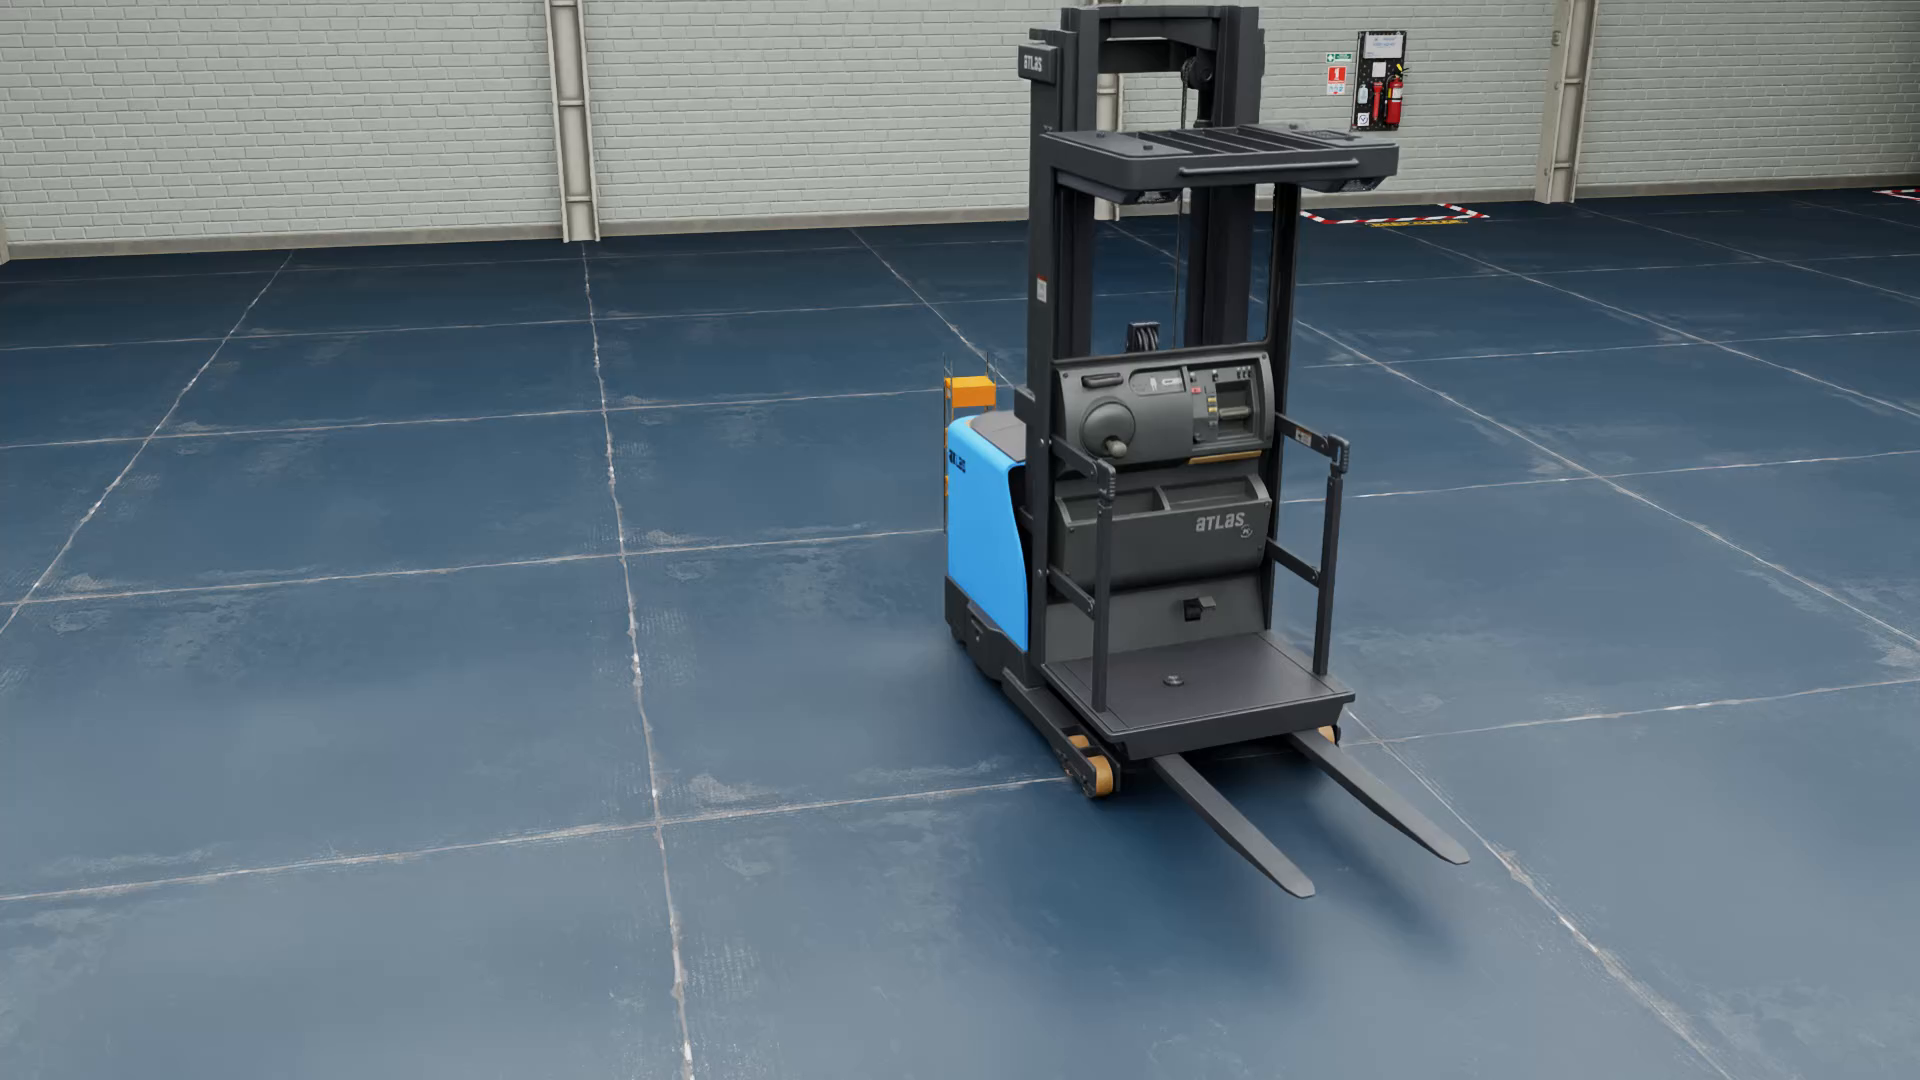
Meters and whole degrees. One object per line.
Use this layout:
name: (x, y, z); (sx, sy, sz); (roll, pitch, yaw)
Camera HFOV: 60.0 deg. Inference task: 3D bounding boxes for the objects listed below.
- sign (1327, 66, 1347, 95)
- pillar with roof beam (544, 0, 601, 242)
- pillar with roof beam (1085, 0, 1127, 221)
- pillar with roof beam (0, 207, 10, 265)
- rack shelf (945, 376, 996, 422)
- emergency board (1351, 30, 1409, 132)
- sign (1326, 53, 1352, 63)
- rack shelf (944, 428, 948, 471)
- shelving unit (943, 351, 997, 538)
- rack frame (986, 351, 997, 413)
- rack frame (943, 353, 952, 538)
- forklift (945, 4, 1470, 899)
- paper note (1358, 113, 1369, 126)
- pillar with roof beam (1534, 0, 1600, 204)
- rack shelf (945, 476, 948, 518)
sign: (4.517, -5.511, 19.947); (0.234, 0.329, 0.001); (-5, 21, -12)
pillar with roof beam: (-3.195, -6.113, 12.918); (0.400, 9.000, 9.100); (-5, 21, -12)
pillar with roof beam: (2.644, -6.587, 14.215); (0.400, 9.000, 9.100); (-5, 21, -12)
pillar with roof beam: (-9.034, -5.638, 11.622); (0.400, 9.000, 9.100); (-5, 21, -12)
rack shelf: (0.052, -0.754, 9.052); (0.240, 0.259, 0.215); (-5, 21, -12)
emergency board: (5.079, -5.504, 19.978); (0.643, 1.169, 0.194); (-5, 21, -12)
sign: (4.523, -5.757, 19.848); (0.331, 0.109, 0.001); (-5, 21, -12)
rack shelf: (0.052, -0.487, 9.149); (0.240, 0.259, 0.215); (-5, 21, -12)
shelving unit: (0.052, -0.497, 9.146); (0.252, 1.050, 0.215); (-5, 21, -12)
rack frame: (0.171, -0.507, 9.172); (0.008, 1.050, 0.200); (-5, 21, -12)
rack frame: (-0.067, -0.488, 9.119); (0.008, 1.050, 0.200); (-5, 21, -12)
forklift: (0.911, -0.521, 6.477); (1.130, 2.935, 3.031); (-7, 21, -19)
paper note: (4.891, -5.099, 20.154); (0.142, 0.148, 0.016); (-5, 21, -12)
pillar with roof beam: (8.483, -7.062, 15.511); (0.400, 9.000, 9.100); (-5, 21, -12)
rack shelf: (0.052, -0.226, 9.245); (0.240, 0.259, 0.215); (-5, 21, -12)
